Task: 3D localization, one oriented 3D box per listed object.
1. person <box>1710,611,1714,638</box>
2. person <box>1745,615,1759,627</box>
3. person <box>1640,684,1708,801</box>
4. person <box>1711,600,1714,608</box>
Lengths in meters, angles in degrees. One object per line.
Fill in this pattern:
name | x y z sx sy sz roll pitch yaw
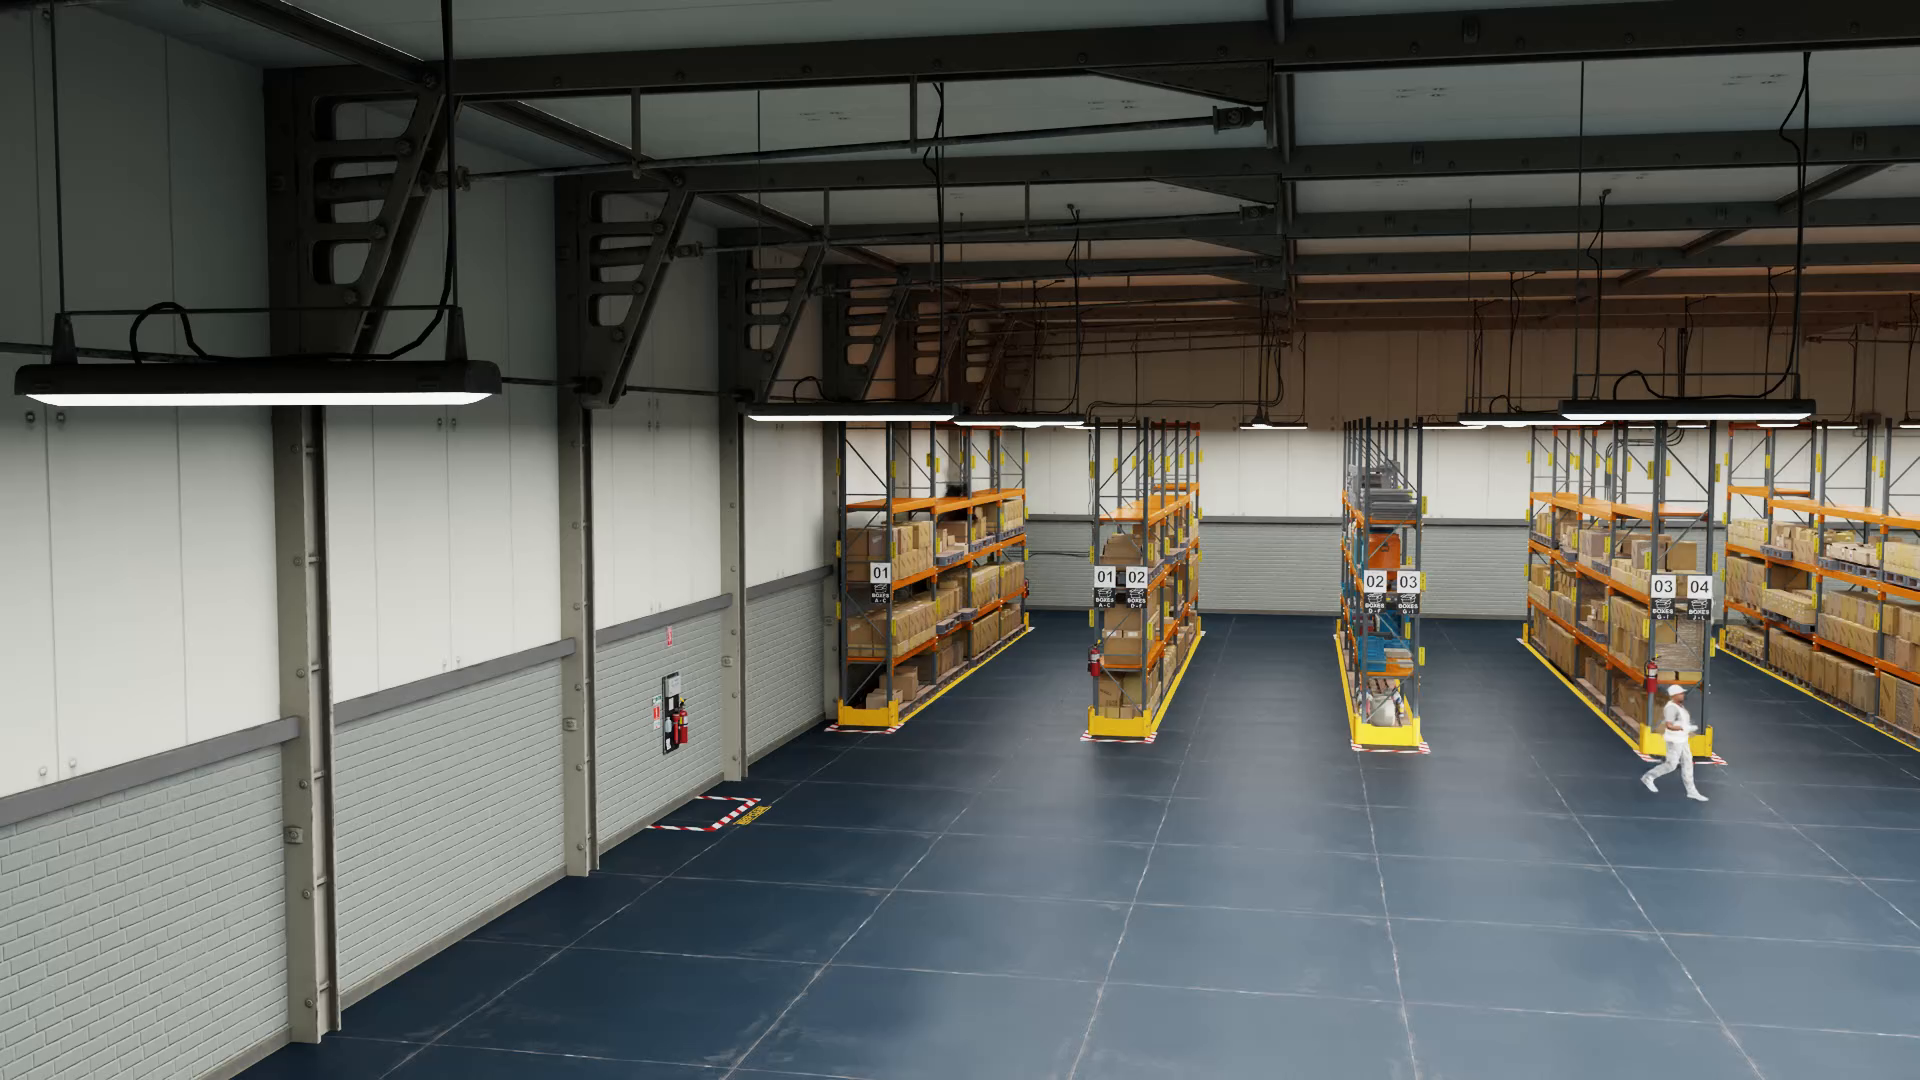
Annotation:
person | 18.485 2.265 41.291 0.529 1.553 0.551 1 4 9
person | 21.552 1.986 45.250 0.695 1.647 0.841 -4 5 -43
person | 11.117 3.132 25.841 0.984 1.781 0.684 3 5 39
person | 20.007 1.958 45.026 0.923 1.667 0.674 -1 4 -14
